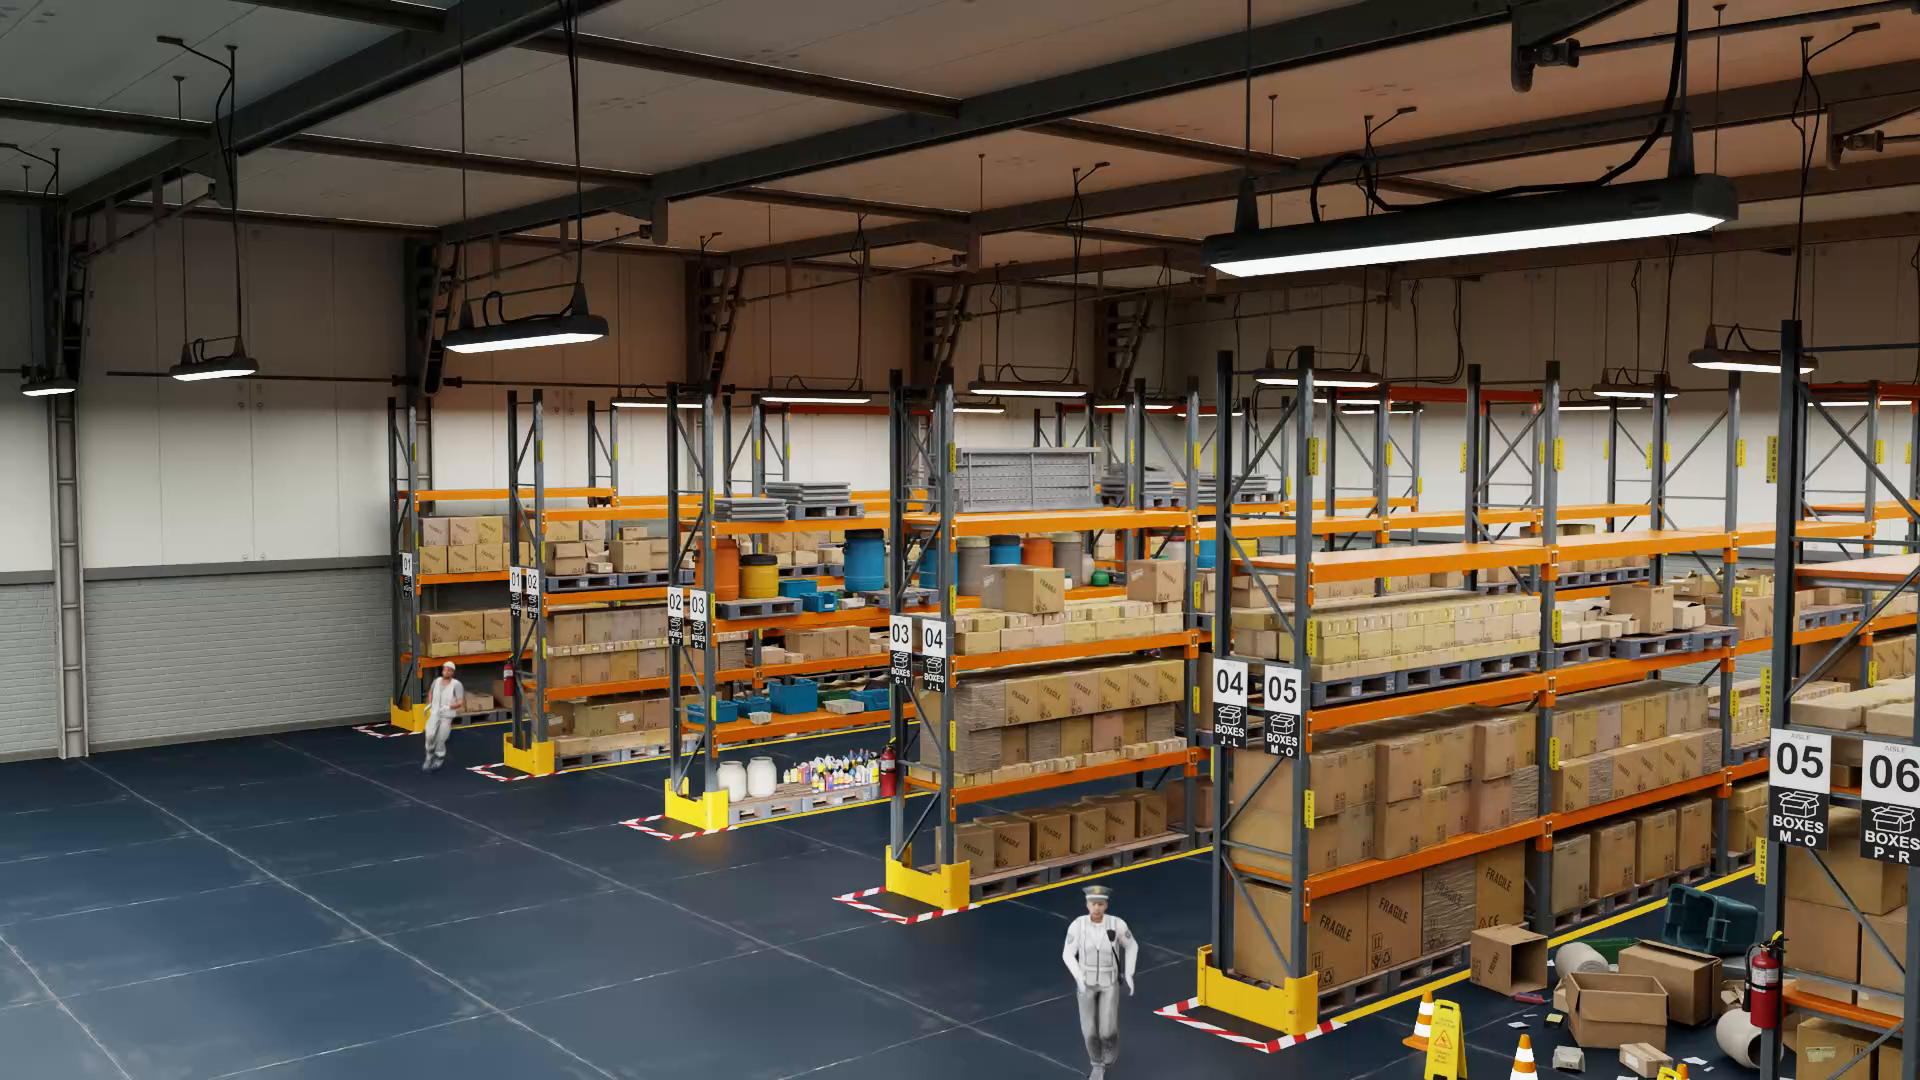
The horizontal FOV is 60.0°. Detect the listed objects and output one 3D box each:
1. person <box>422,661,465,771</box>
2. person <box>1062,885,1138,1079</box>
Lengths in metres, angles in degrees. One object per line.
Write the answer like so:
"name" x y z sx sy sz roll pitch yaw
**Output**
"person" -8.109 2.760 26.033 0.695 1.715 0.650 0 3 1
"person" 1.117 3.567 13.329 0.599 1.644 0.555 0 3 8
